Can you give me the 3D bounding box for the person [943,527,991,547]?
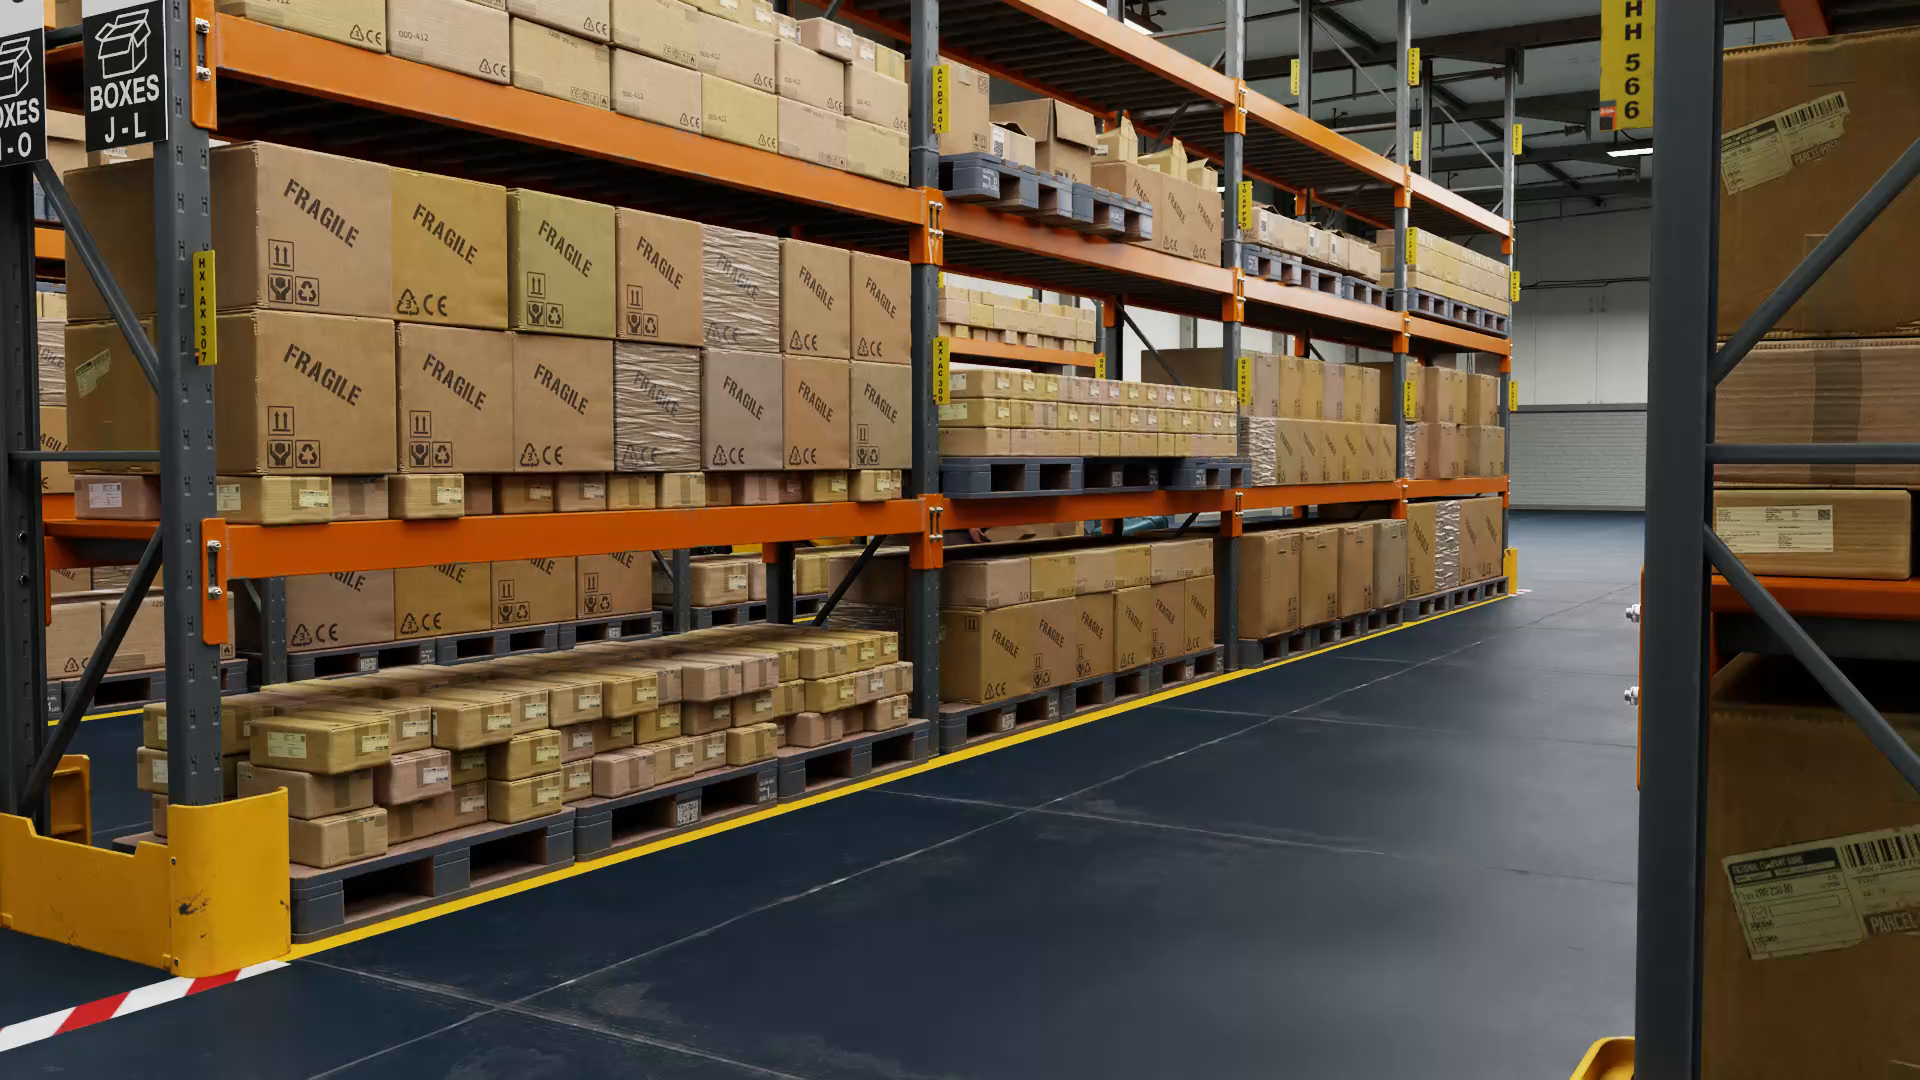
[{"bbox_3d":[0.111,-0.010,13.277,0.516,1.726,0.521,-3,4,-44],"label":"person"}]
